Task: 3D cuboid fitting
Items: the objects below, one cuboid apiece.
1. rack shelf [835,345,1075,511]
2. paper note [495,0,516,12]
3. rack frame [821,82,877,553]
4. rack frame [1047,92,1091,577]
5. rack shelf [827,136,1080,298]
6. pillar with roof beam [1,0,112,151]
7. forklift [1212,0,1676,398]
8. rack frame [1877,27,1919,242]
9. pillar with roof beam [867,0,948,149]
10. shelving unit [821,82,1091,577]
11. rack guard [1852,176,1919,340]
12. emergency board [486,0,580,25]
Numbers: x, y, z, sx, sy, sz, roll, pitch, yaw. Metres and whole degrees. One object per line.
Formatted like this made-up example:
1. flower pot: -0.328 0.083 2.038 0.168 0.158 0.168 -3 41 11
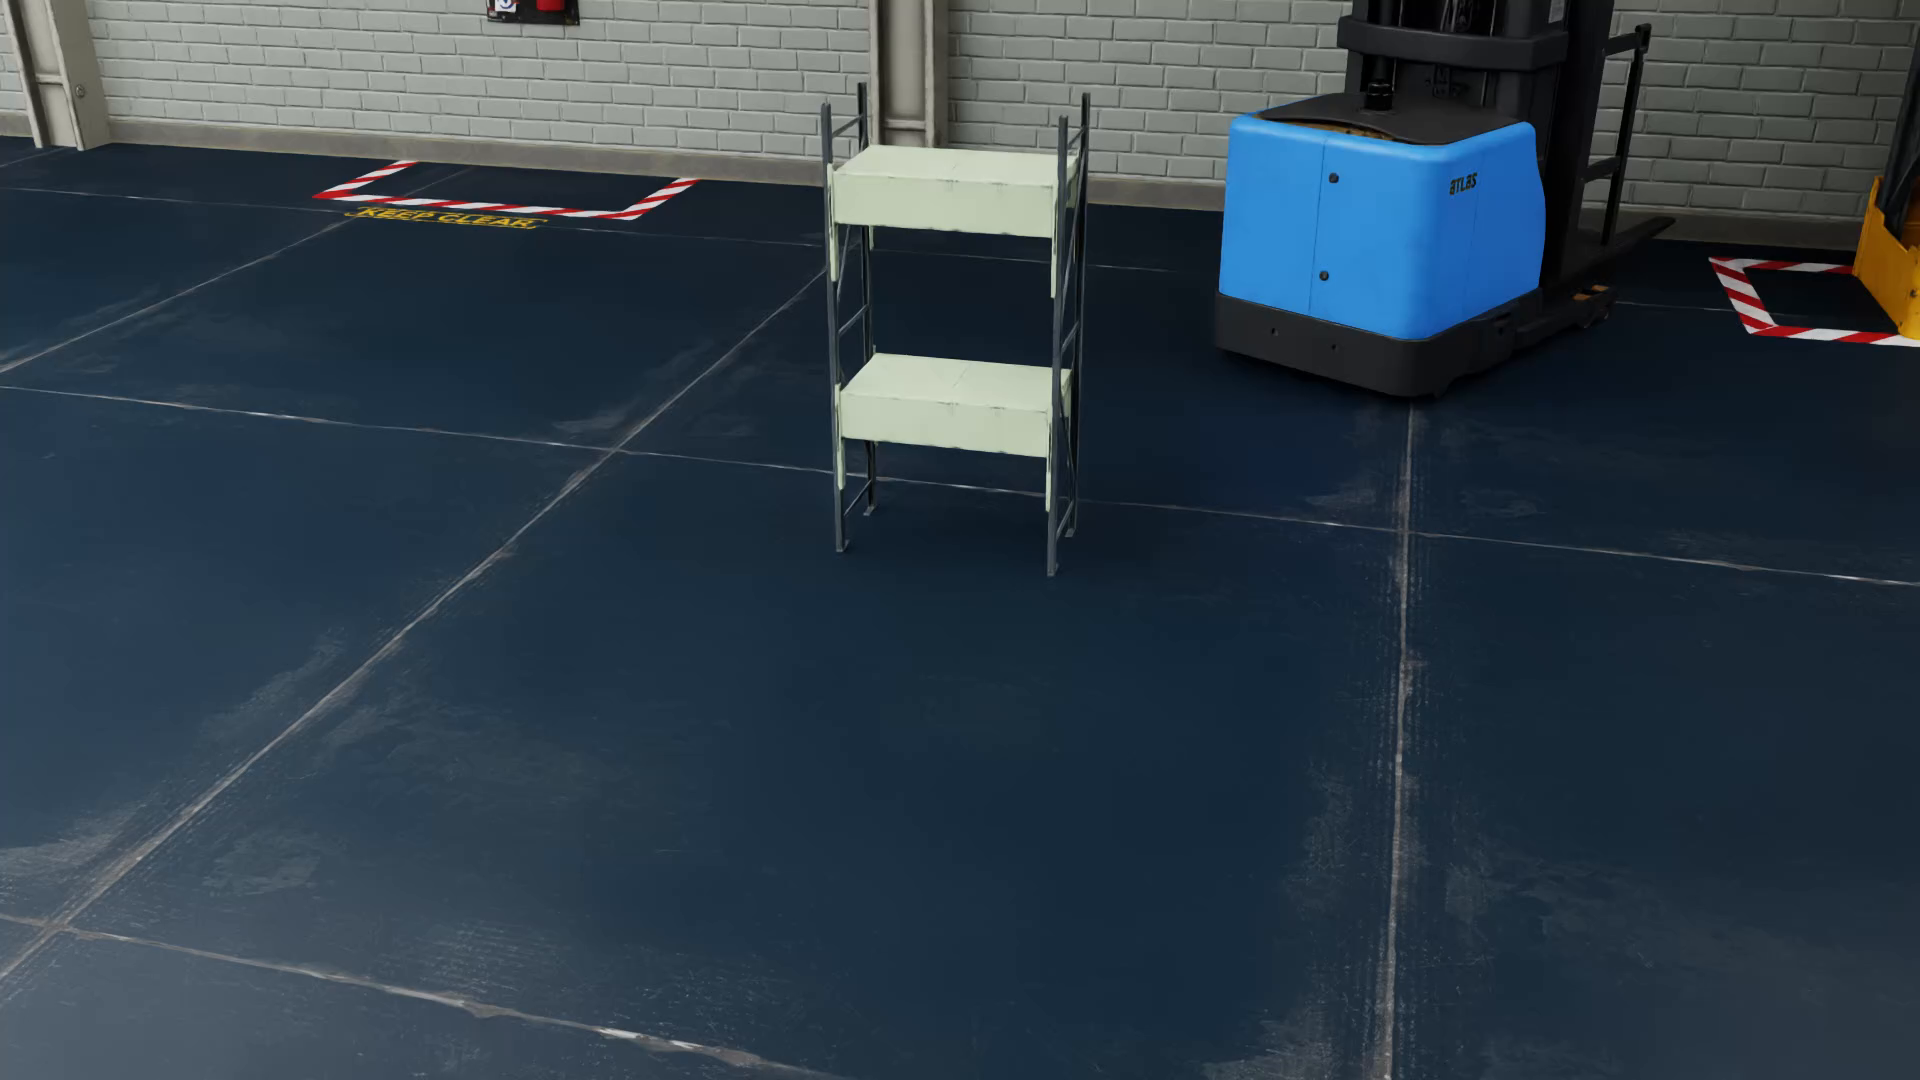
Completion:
1. rack shelf: -0.006 -0.384 5.569 0.720 0.370 0.431 6 26 13
2. paper note: -2.841 -3.377 10.378 0.142 0.148 0.016 6 26 13
3. rack frame: -0.361 -0.717 5.511 0.023 1.500 0.400 6 26 13
4. rack frame: 0.348 -0.639 5.347 0.023 1.500 0.400 6 26 13
5. rack shelf: -0.006 -1.030 5.261 0.720 0.370 0.431 6 26 13
6. pillar with roof beam: -7.186 -5.005 5.795 0.400 9.000 9.100 6 26 13
7. forklift: 2.506 -2.453 7.492 1.130 2.935 3.031 22 33 39
8. rack frame: 4.615 -2.519 7.551 0.127 3.000 1.000 6 26 13
9. pillar with roof beam: -1.375 -4.363 4.445 0.400 9.000 9.100 6 26 13
10. shelving unit: -0.006 -0.678 5.429 0.755 1.500 0.431 6 26 13
11. rack guard: 4.689 -1.382 8.072 0.348 0.500 1.175 6 26 13
12. emergency board: -2.686 -3.727 10.089 0.643 1.169 0.194 6 26 13
